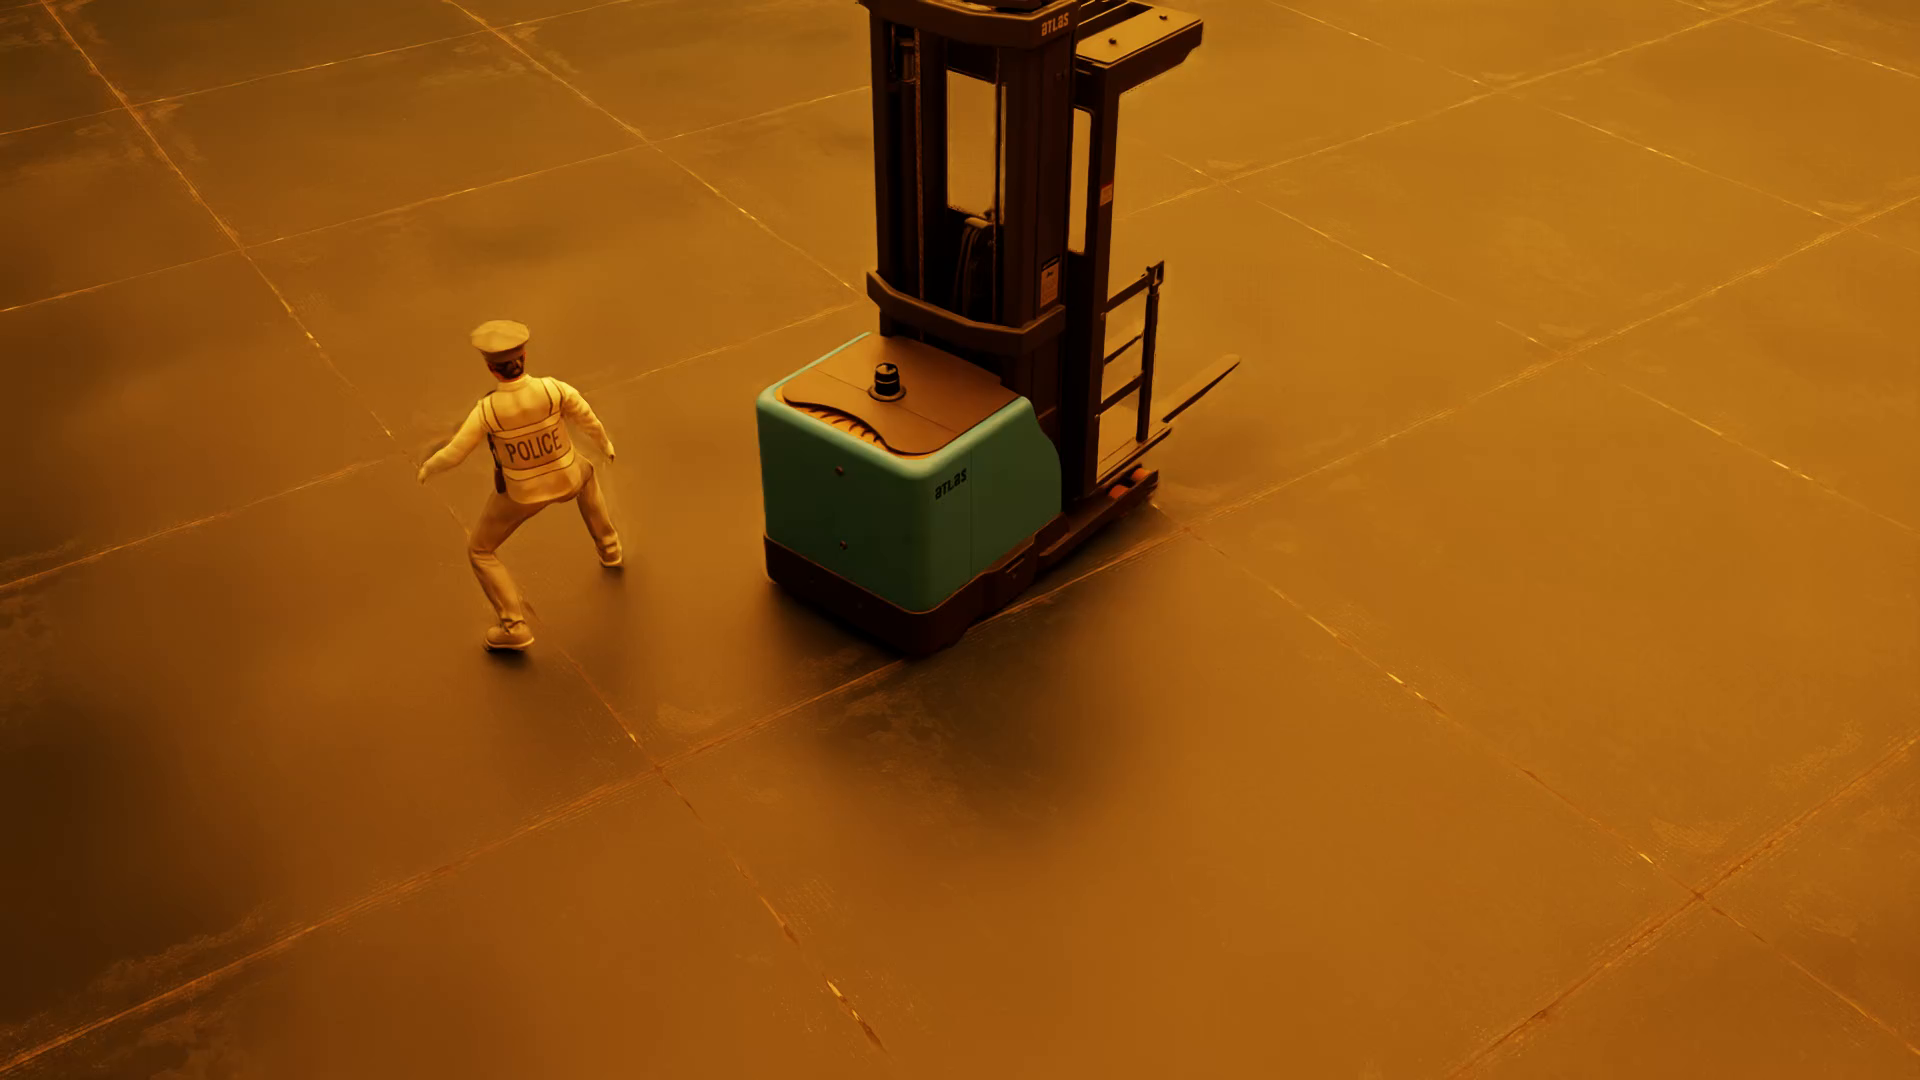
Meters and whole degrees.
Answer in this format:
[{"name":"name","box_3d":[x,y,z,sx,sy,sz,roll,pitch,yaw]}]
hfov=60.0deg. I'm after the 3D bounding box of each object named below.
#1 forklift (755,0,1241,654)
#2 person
[{"name":"forklift","box_3d":[0.380,-1.466,7.927,1.130,2.935,3.031,26,44,31]},{"name":"person","box_3d":[-1.968,-0.293,7.526,0.882,1.513,0.670,-18,40,-22]}]
